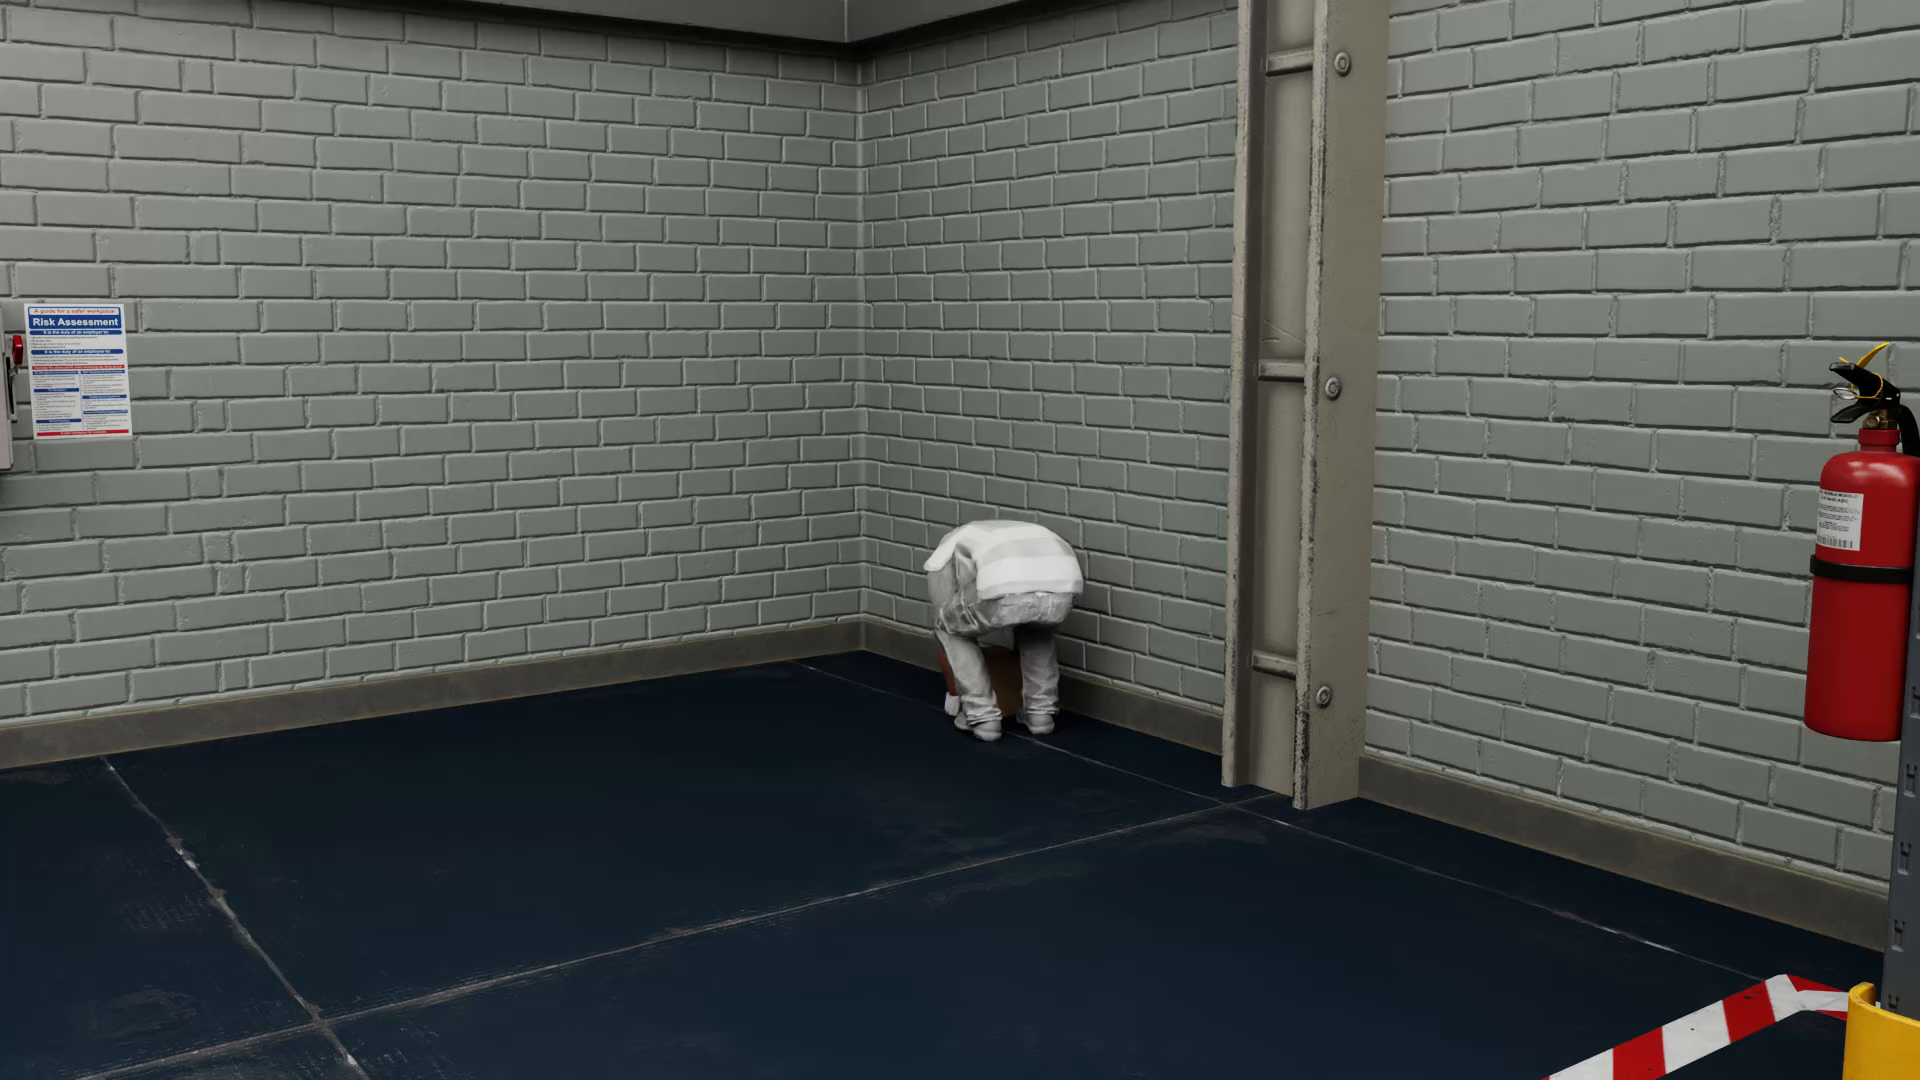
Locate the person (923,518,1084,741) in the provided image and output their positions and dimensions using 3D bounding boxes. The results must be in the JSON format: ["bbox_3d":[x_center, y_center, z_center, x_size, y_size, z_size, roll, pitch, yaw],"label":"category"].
[{"bbox_3d":[0.140,0.339,6.779,0.533,0.874,0.991,-3,8,-19],"label":"person"}]
